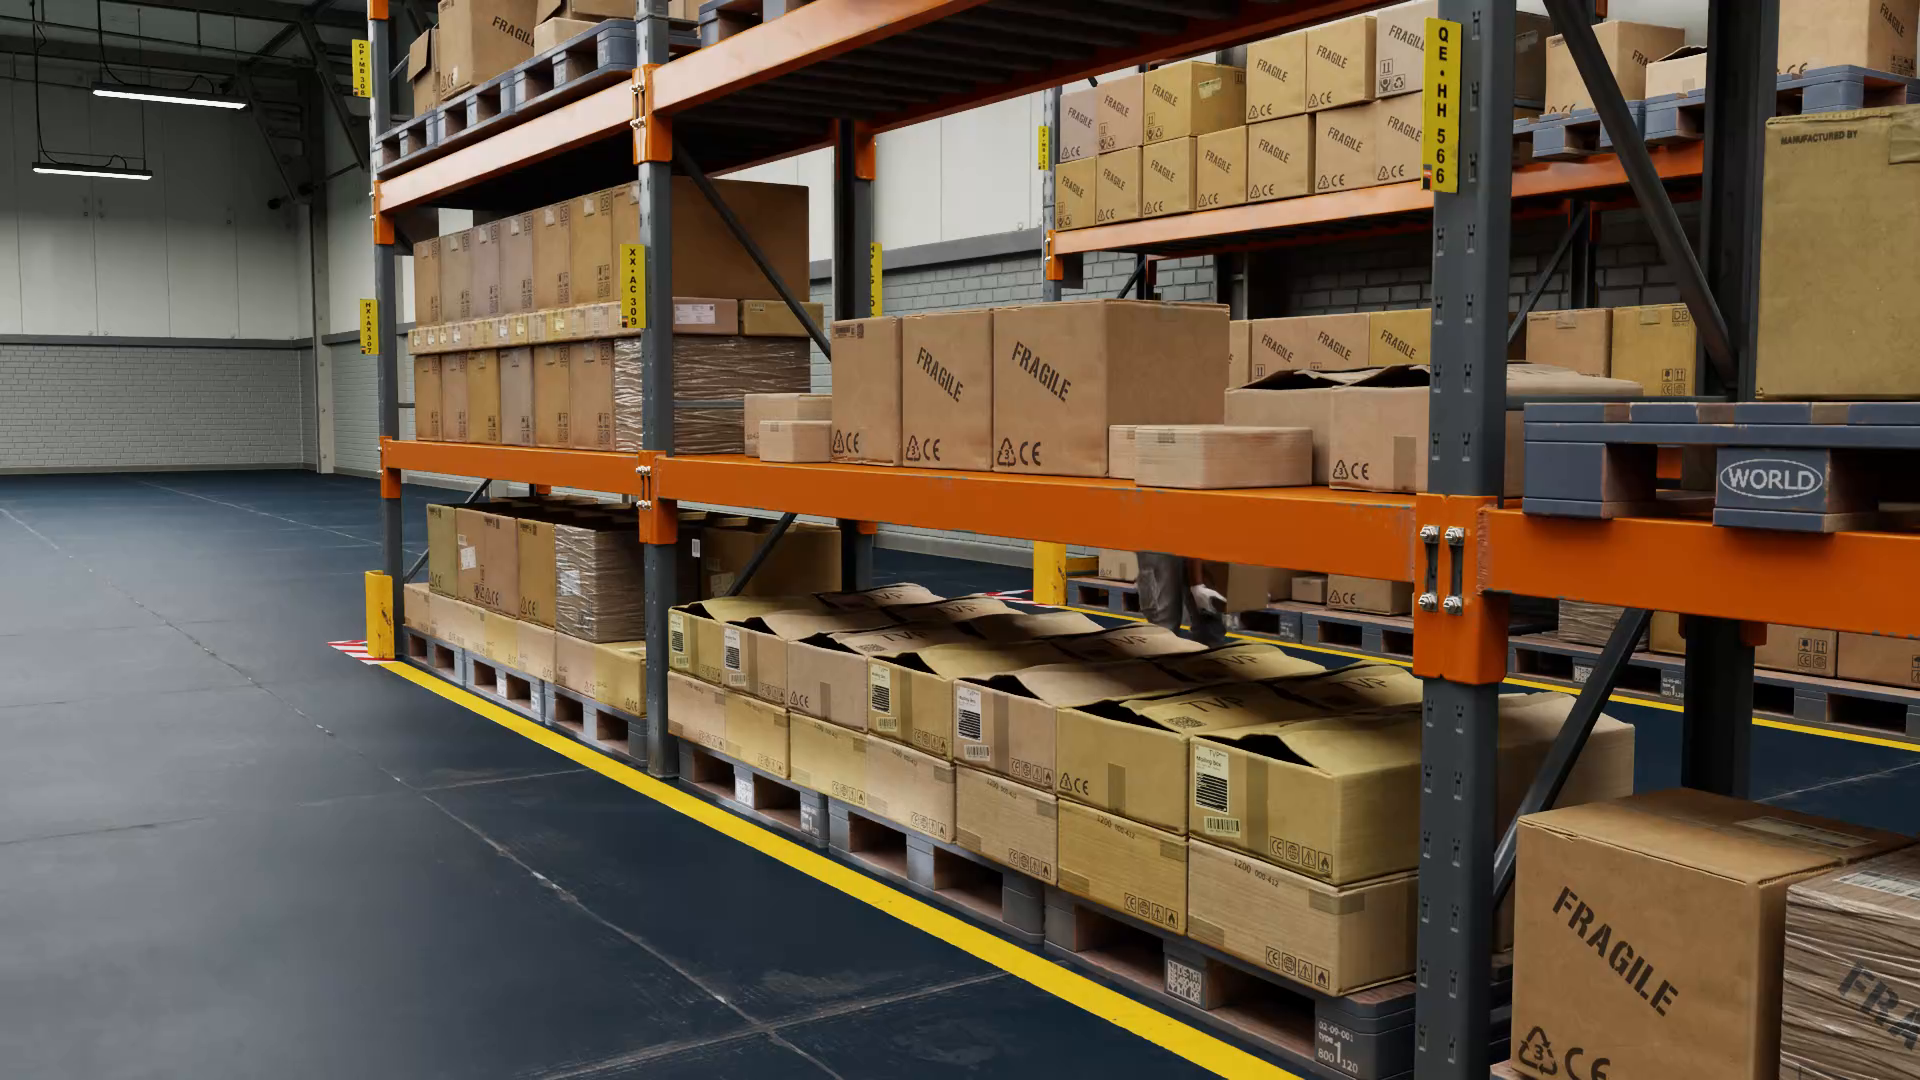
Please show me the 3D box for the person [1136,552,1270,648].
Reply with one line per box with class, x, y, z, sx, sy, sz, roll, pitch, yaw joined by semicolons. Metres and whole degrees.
person;1.121;0.129;7.510;0.479;1.544;0.822;-3;6;-35
